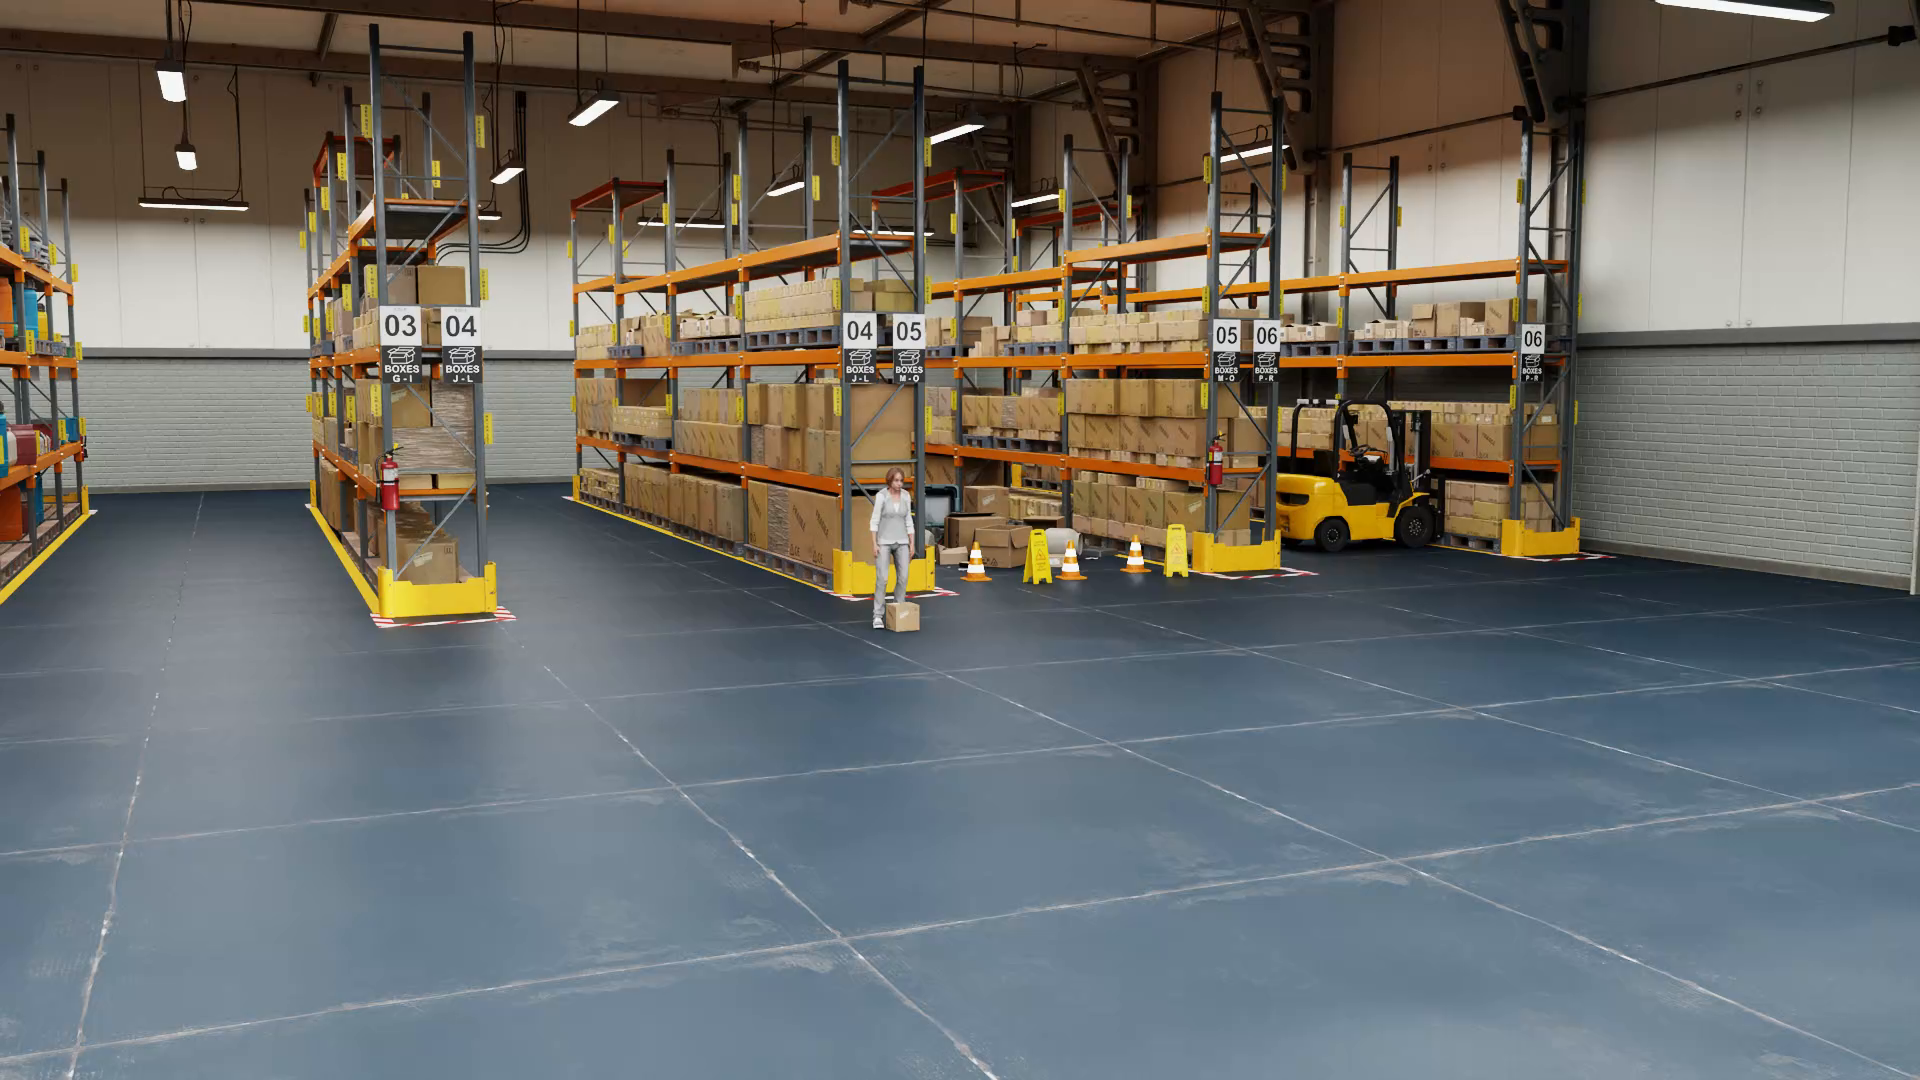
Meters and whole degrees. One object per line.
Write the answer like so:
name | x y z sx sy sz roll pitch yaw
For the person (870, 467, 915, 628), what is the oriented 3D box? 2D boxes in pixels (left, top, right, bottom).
person | -0.670 0.067 16.530 0.462 1.593 0.344 -2 6 -24
